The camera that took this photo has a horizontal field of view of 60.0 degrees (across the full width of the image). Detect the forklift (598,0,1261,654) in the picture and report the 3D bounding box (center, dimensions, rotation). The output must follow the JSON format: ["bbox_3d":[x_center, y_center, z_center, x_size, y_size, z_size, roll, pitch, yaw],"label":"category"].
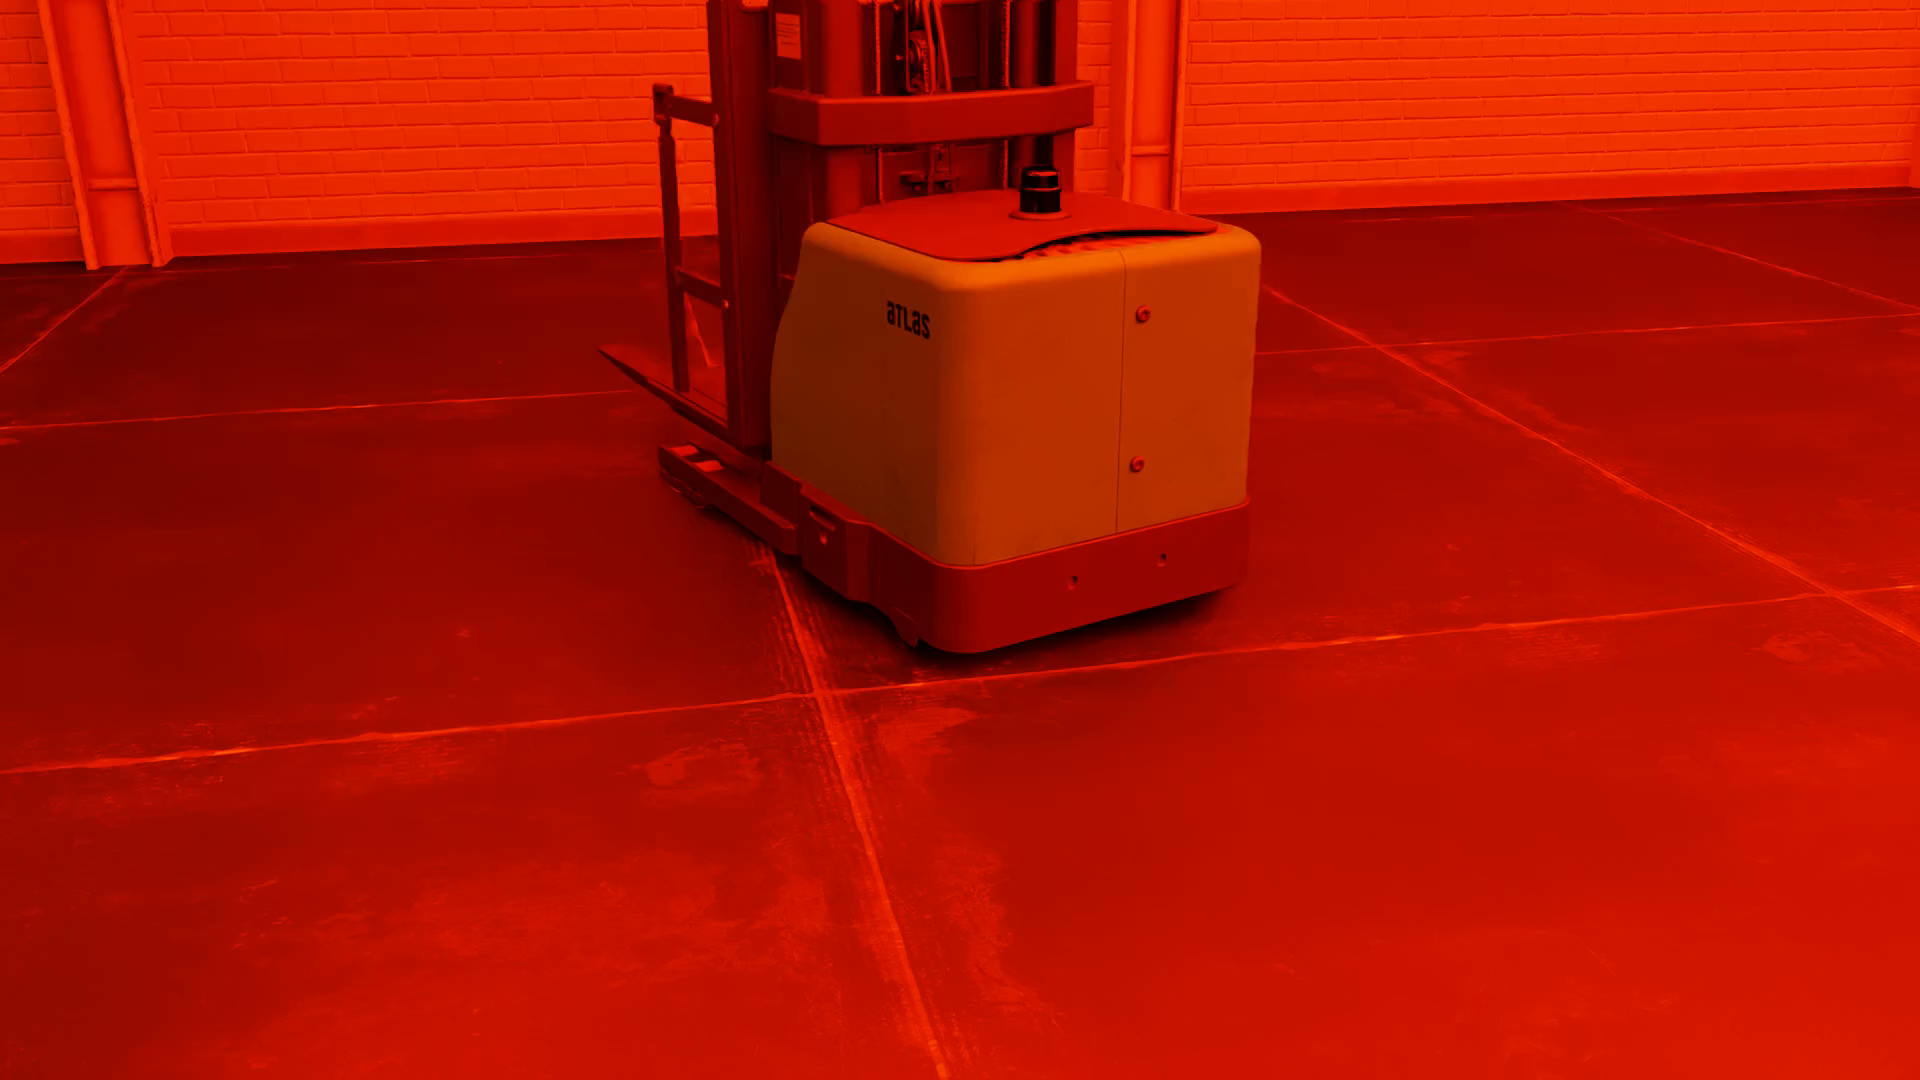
[{"bbox_3d":[-0.378,-1.549,5.246,1.130,2.935,3.031,-13,24,-30],"label":"forklift"}]
